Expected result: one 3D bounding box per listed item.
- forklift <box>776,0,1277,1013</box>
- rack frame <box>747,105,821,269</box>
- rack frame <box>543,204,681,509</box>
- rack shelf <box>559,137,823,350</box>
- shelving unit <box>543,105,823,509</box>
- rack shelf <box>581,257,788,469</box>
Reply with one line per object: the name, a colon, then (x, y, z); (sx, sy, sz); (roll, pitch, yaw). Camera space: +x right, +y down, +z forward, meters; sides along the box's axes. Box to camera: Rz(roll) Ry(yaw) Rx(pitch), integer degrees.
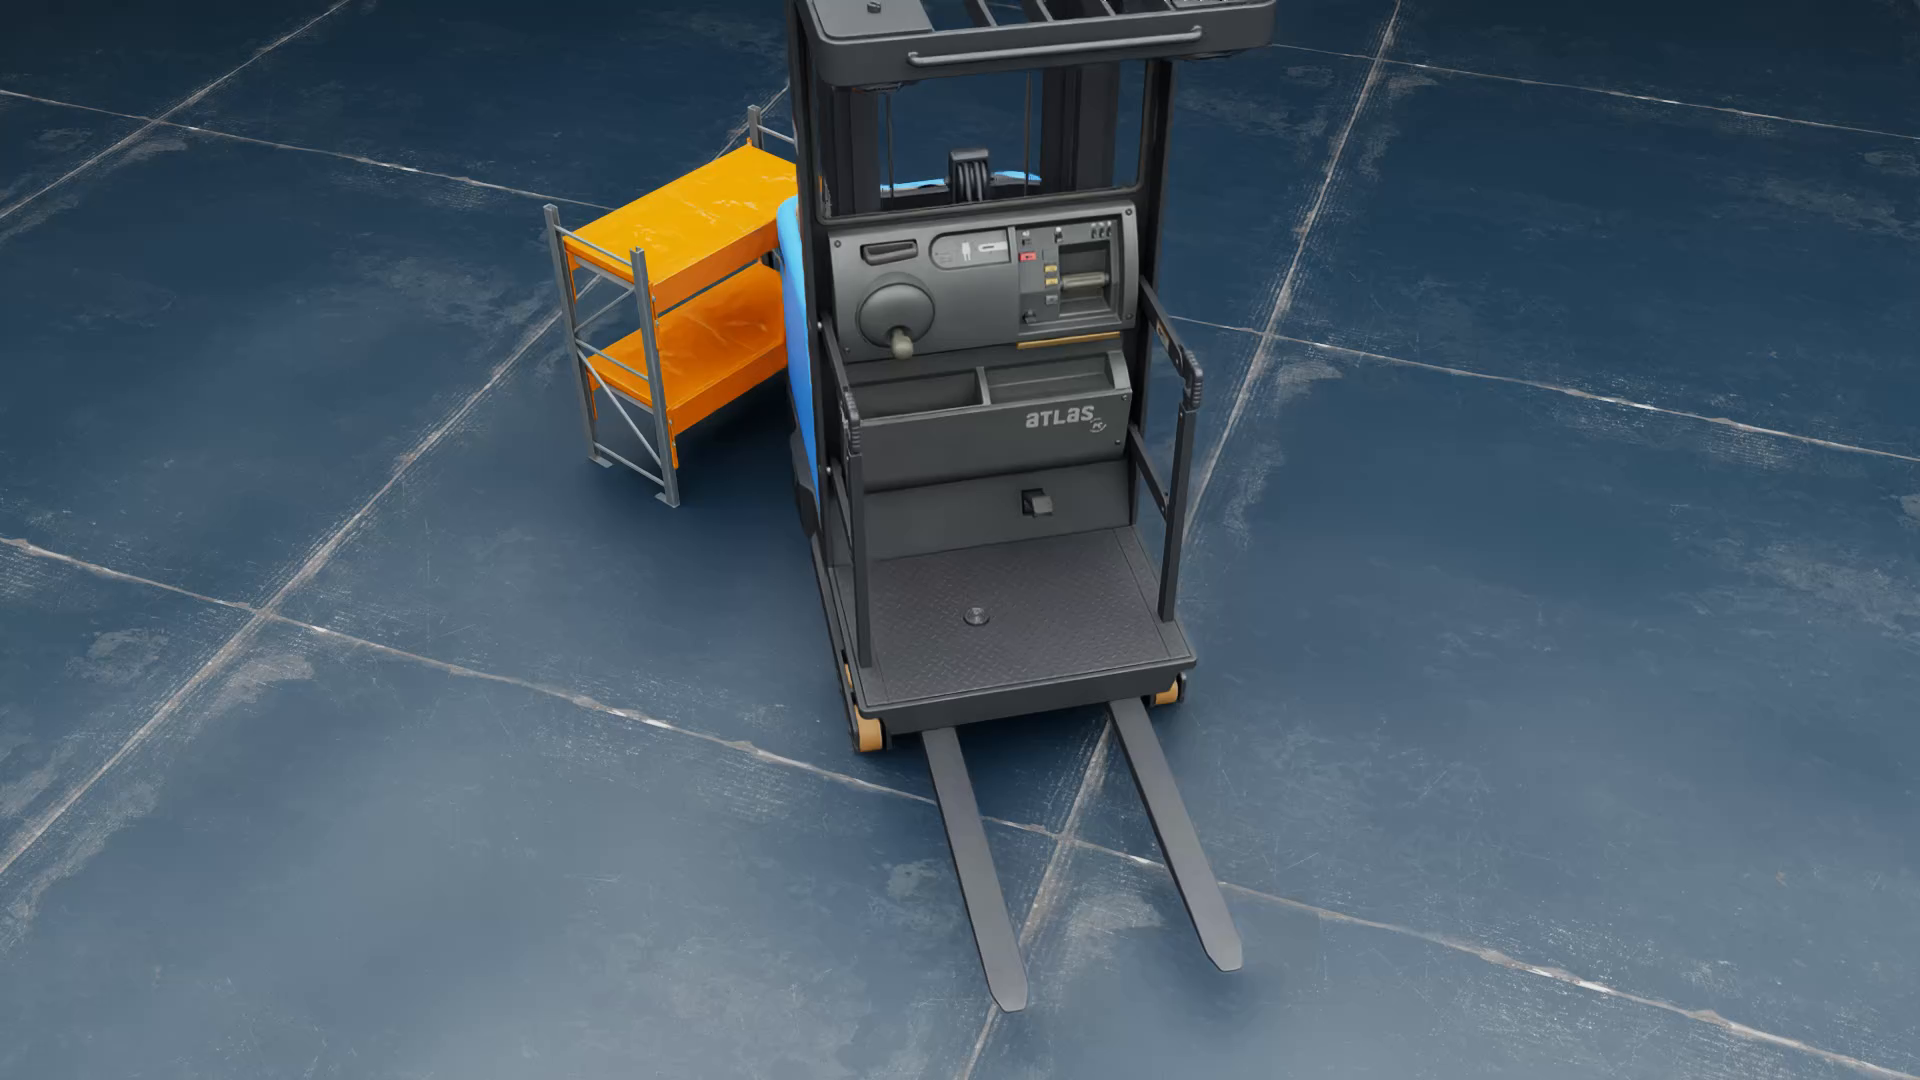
forklift: (0.127, -0.692, 4.803); (1.130, 2.935, 3.031); (-8, 41, -9)
rack frame: (-0.630, -1.167, 6.751); (0.500, 1.125, 0.032); (28, 48, 29)
rack frame: (-1.280, -0.660, 6.157); (0.500, 1.125, 0.032); (28, 48, 29)
rack shelf: (-0.955, -1.136, 6.264); (0.538, 0.278, 1.000); (28, 48, 29)
shelving unit: (-0.955, -0.913, 6.454); (0.538, 1.125, 1.048); (28, 48, 29)
rack shelf: (-0.955, -0.727, 6.613); (0.538, 0.278, 1.000); (28, 48, 29)
